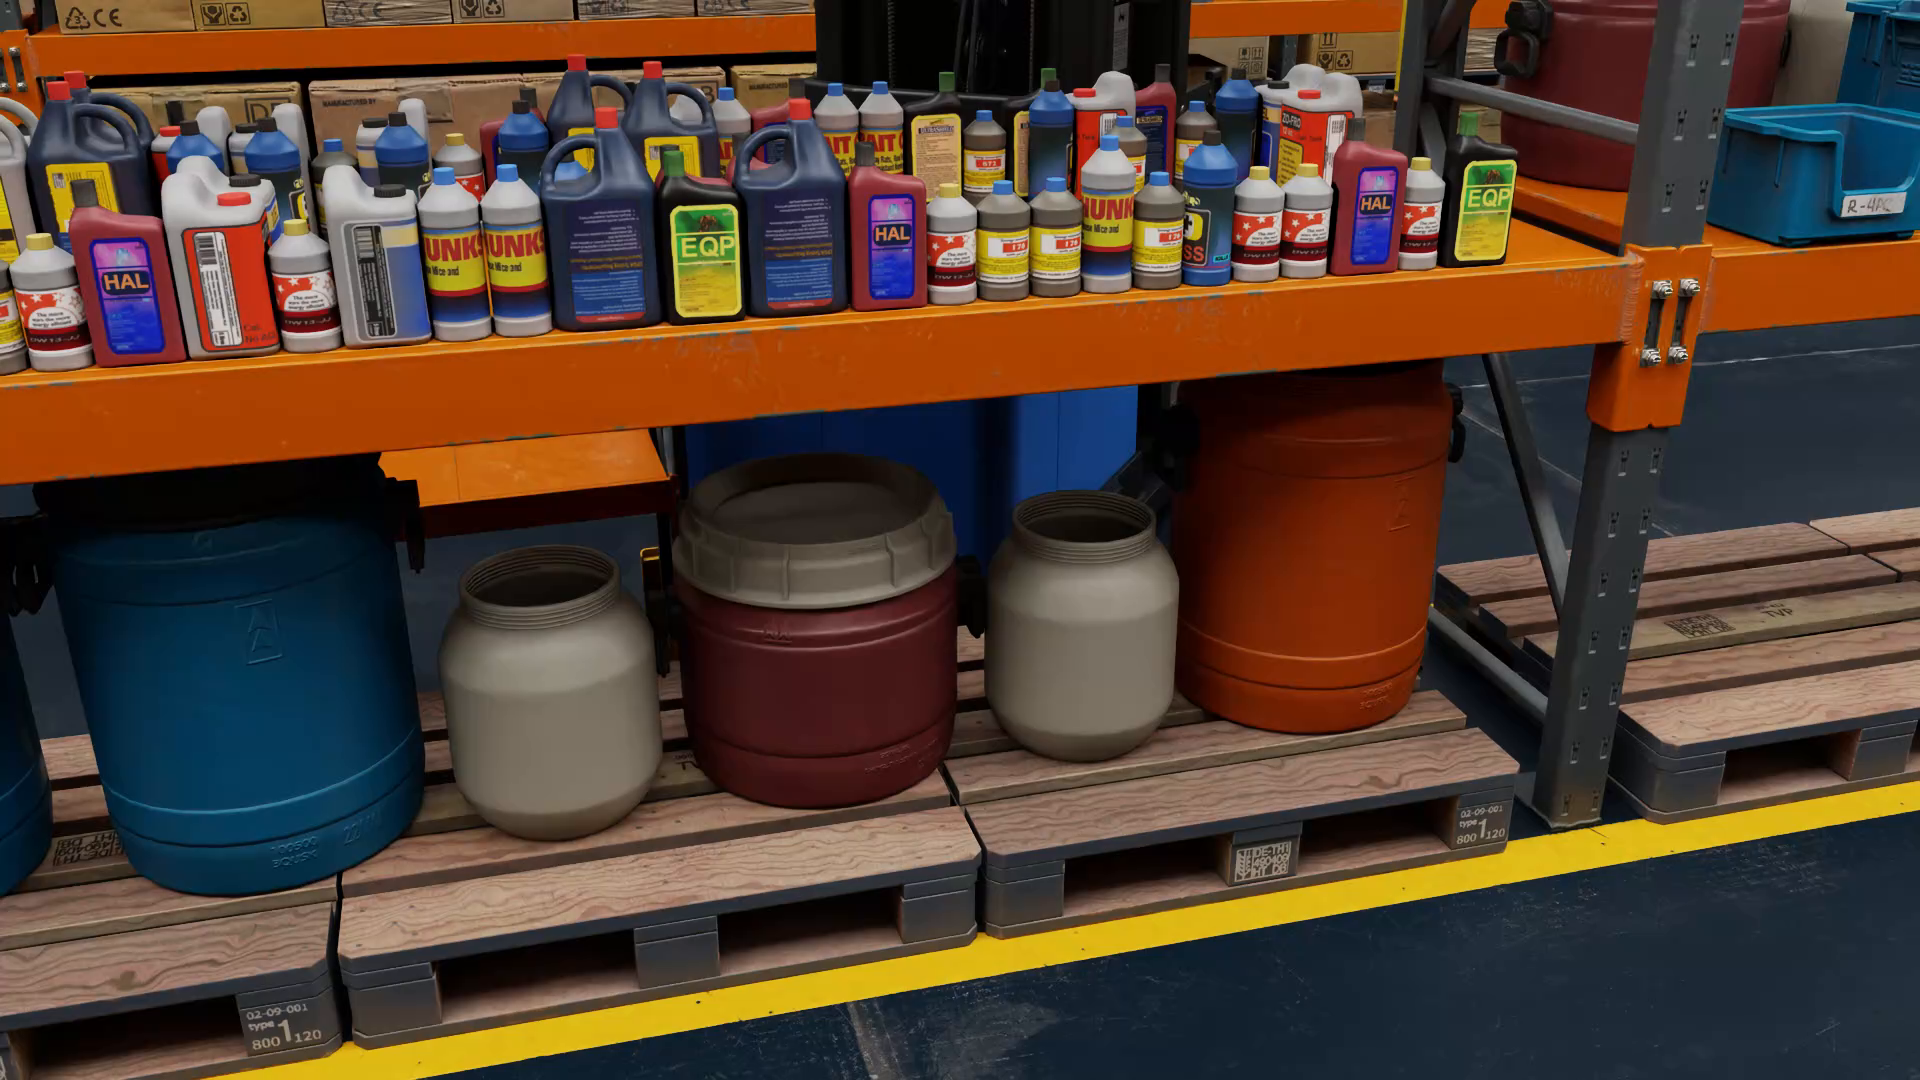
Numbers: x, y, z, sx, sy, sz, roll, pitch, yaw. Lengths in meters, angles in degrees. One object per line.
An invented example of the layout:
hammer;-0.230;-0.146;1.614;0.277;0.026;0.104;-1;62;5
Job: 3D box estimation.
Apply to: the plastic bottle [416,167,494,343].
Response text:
plastic bottle;-0.819;-0.464;2.690;0.097;0.271;0.097;0;23;0

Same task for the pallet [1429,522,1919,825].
pallet;2.006;0.295;4.295;1.213;0.211;1.003;-6;24;-14

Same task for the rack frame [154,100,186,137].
rack frame;-1.703;-0.212;3.842;0.032;1.500;0.500;-7;24;-16

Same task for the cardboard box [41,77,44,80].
cardboard box;-6.198;-3.217;11.272;0.250;0.149;0.380;-6;24;-13

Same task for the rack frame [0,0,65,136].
rack frame;-3.939;-2.373;6.977;0.127;3.000;1.000;-6;24;-14

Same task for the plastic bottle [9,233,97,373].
plastic bottle;-1.394;-0.368;2.555;0.097;0.201;0.097;0;23;0

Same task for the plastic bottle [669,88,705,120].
plastic bottle;-0.589;-0.791;3.446;0.135;0.276;0.152;-6;24;-14

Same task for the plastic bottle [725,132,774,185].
plastic bottle;-0.342;-0.574;2.931;0.133;0.283;0.061;-6;24;-14

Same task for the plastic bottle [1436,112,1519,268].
plastic bottle;0.976;-0.660;3.133;0.133;0.283;0.061;-6;24;-14

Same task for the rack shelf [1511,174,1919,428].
rack shelf;3.175;-0.801;4.226;4.000;0.370;1.077;-6;24;-14

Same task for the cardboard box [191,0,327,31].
cardboard box;-2.945;-2.427;6.976;0.500;0.500;0.500;-6;24;-14

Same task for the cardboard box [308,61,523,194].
cardboard box;-2.469;-1.761;7.712;0.875;0.875;1.225;-7;24;-16

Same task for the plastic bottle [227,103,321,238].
plastic bottle;-1.342;-0.707;3.252;0.135;0.276;0.152;-6;24;-14

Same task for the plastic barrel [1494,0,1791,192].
plastic barrel;1.615;-1.146;3.944;0.708;0.536;0.600;-6;24;-14

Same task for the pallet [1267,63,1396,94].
pallet;3.274;-3.889;14.046;1.213;0.211;1.003;-6;24;-14

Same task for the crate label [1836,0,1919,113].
crate label;2.279;-0.938;3.588;0.616;0.435;0.502;-6;24;-14

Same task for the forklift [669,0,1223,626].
forklift;0.249;-1.572;5.196;1.130;2.935;3.031;10;25;22

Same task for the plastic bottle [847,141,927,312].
plastic bottle;-0.125;-0.538;2.849;0.133;0.283;0.061;-6;24;-14

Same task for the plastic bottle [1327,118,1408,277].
plastic bottle;0.753;-0.636;3.075;0.133;0.283;0.061;-6;24;-14

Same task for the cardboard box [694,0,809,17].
cardboard box;-0.978;-2.648;7.490;0.500;0.500;0.500;-7;24;-15

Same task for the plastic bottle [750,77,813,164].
plastic bottle;-0.379;-0.836;3.543;0.133;0.283;0.061;-6;24;-14

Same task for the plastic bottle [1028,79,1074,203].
plastic bottle;0.198;-0.862;3.618;0.097;0.271;0.097;0;23;0

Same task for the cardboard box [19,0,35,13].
cardboard box;-8.980;-4.934;15.662;0.875;0.438;0.875;-6;24;-13

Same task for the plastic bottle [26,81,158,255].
plastic bottle;-1.588;-0.657;3.040;0.185;0.351;0.144;-6;24;-14

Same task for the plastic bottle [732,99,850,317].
plastic bottle;-0.289;-0.568;2.833;0.185;0.351;0.144;-6;24;-14

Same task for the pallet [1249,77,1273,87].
pallet;1.798;-3.727;13.668;1.213;0.211;1.003;-6;24;-14

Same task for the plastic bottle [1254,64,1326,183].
plastic bottle;0.746;-0.939;3.791;0.135;0.276;0.152;-6;24;-14

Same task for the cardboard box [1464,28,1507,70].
cardboard box;4.012;-4.474;14.034;0.875;0.875;0.875;-6;24;-14

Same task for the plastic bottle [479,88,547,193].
plastic bottle;-0.909;-0.778;3.406;0.133;0.283;0.061;-6;24;-14

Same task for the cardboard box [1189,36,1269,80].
cardboard box;1.947;-4.178;13.504;0.750;0.750;1.050;-6;24;-15

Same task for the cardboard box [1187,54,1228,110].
cardboard box;1.057;-2.340;8.562;0.500;0.250;0.500;-4;23;-8

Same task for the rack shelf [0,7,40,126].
rack shelf;-5.865;-1.830;6.622;4.000;0.370;1.077;-6;24;-14

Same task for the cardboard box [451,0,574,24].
cardboard box;-1.967;-2.537;7.233;0.500;0.500;0.500;-6;24;-13

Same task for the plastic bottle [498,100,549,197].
plastic bottle;-0.870;-0.744;3.343;0.097;0.271;0.097;0;23;0

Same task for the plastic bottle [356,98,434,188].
plastic bottle;-1.119;-0.732;3.310;0.135;0.276;0.152;-6;24;-14

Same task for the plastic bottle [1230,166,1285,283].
plastic bottle;0.544;-0.582;3.055;0.097;0.201;0.097;0;23;0

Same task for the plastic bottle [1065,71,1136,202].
plastic bottle;0.300;-0.889;3.676;0.135;0.276;0.152;-6;24;-14

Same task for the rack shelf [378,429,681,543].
rack shelf;-1.218;-0.107;4.052;1.000;0.185;0.538;-7;24;-16

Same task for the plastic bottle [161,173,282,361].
plastic bottle;-1.161;-0.439;2.627;0.135;0.276;0.152;-6;24;-14

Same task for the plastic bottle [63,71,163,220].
plastic bottle;-1.627;-0.712;3.168;0.185;0.351;0.144;-6;24;-14

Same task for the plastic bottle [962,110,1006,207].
plastic bottle;0.053;-0.839;3.653;0.097;0.201;0.097;0;23;0

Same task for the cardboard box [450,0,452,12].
cardboard box;-2.583;-2.681;7.568;0.500;0.500;0.500;-7;24;-15

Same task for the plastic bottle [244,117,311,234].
plastic bottle;-1.291;-0.660;3.147;0.097;0.271;0.097;0;23;0

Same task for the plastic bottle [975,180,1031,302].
plastic bottle;0.075;-0.530;2.934;0.097;0.201;0.097;0;23;0

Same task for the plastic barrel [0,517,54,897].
plastic barrel;-2.073;0.227;3.045;0.708;0.901;0.600;-6;24;-14

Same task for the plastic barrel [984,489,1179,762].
plastic barrel;0.264;0.184;3.639;0.421;0.512;0.421;0;23;0

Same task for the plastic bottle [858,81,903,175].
plastic bottle;-0.169;-0.846;3.582;0.097;0.271;0.097;0;23;0

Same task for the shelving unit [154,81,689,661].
shelving unit;-1.227;-0.271;3.979;1.083;1.500;0.587;-7;24;-16

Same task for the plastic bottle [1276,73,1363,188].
plastic bottle;0.787;-0.881;3.656;0.135;0.276;0.152;-6;24;-14

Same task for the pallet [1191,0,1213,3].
pallet;0.569;-2.828;8.279;1.003;0.211;1.213;-6;24;-14

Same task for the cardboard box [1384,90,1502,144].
cardboard box;2.702;-2.178;9.134;0.500;0.500;0.700;-6;24;-15

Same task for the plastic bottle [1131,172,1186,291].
plastic bottle;0.356;-0.561;3.006;0.097;0.201;0.097;0;23;0

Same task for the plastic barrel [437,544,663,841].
plastic barrel;-0.824;0.304;3.359;0.421;0.512;0.421;0;23;0

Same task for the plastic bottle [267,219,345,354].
plastic bottle;-1.042;-0.407;2.646;0.097;0.201;0.097;0;23;0

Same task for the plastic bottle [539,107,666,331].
plastic bottle;-0.596;-0.534;2.754;0.185;0.351;0.144;-6;24;-14

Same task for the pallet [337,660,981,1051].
pallet;-0.670;0.591;3.605;1.213;0.211;1.003;-6;24;-14

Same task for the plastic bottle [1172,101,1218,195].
plastic bottle;0.533;-0.892;3.777;0.097;0.201;0.097;0;23;0

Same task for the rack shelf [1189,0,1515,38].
rack shelf;1.838;-2.682;8.608;4.000;0.370;1.077;-6;24;-14

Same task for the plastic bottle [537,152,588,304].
plastic bottle;-0.671;-0.539;2.866;0.097;0.271;0.097;0;23;0

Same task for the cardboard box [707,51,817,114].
cardboard box;-0.758;-1.950;8.153;0.875;0.875;1.225;-7;24;-17
